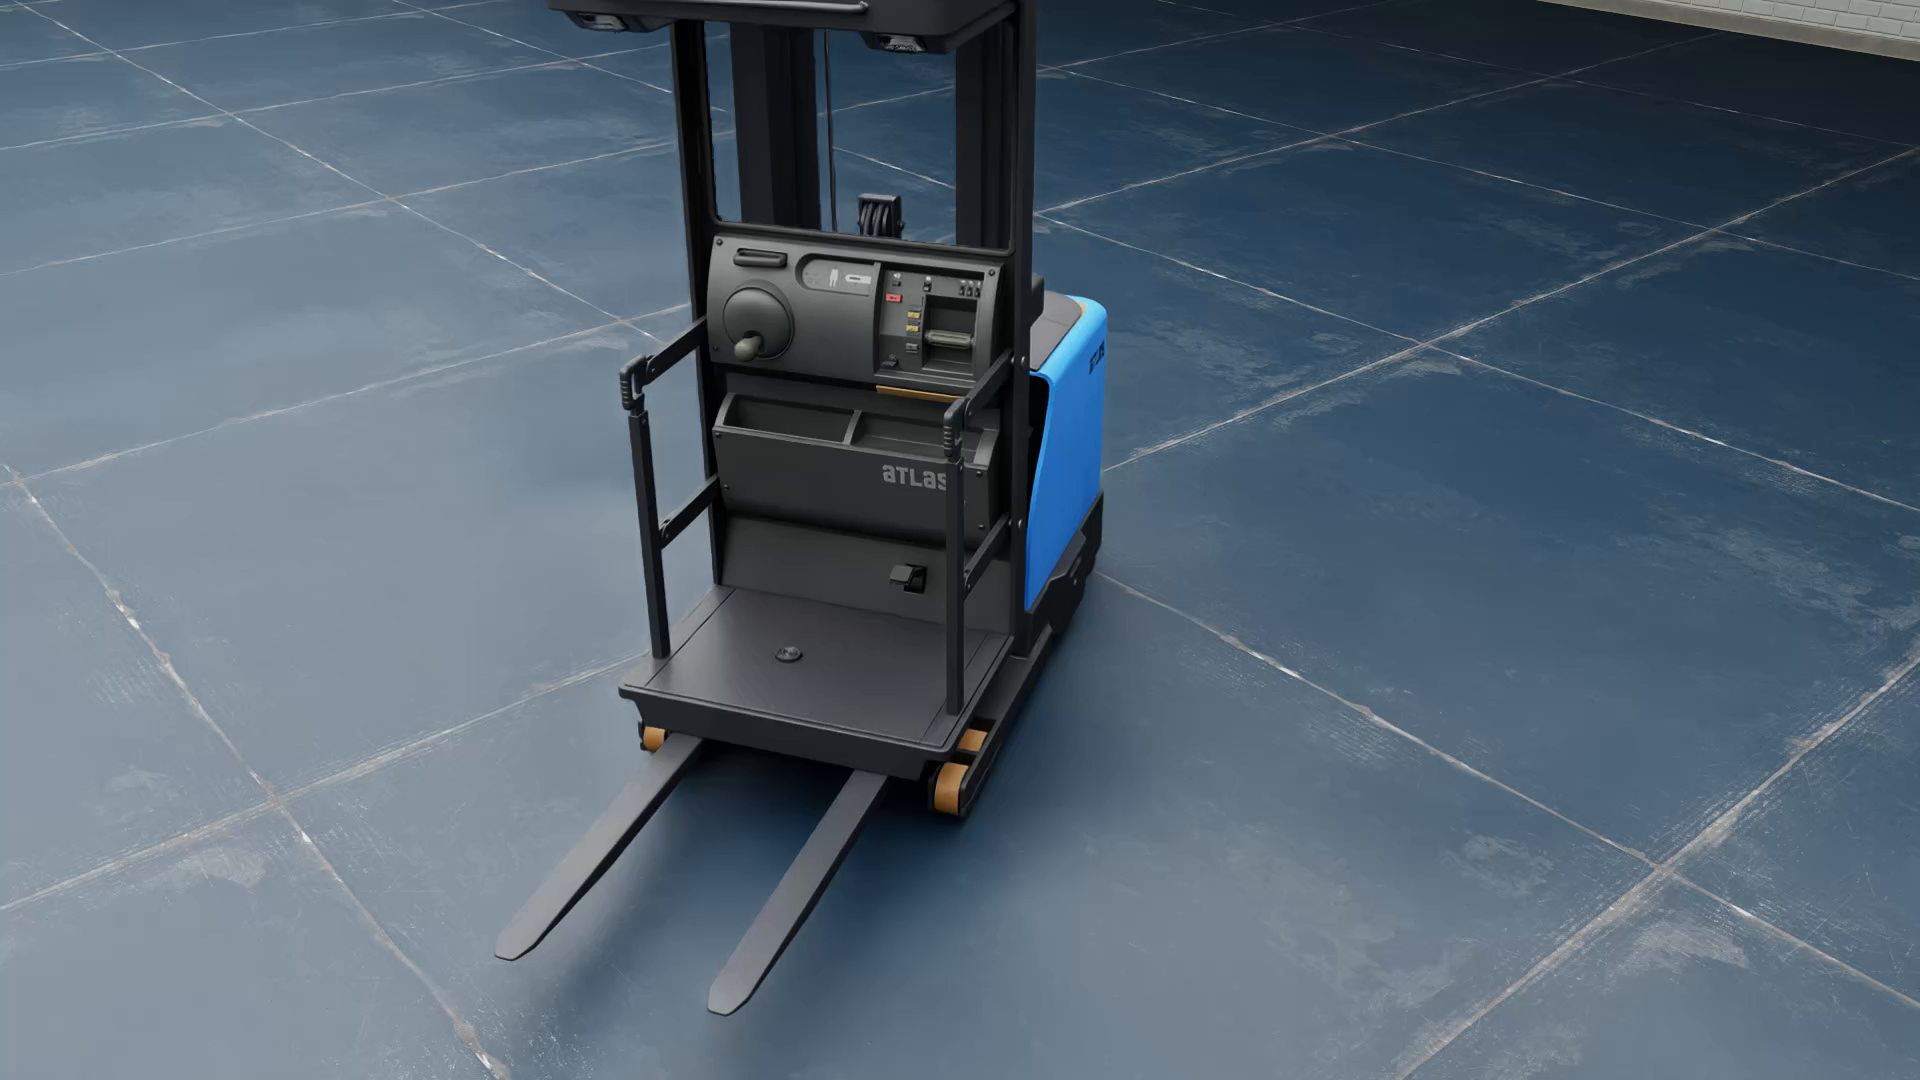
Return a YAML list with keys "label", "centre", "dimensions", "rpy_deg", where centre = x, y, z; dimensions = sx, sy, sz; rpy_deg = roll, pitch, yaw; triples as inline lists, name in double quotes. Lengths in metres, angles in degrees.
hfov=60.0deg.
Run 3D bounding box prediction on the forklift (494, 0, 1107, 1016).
- label: "forklift"
  centre: [-0.399, -0.653, 4.862]
  dimensions: [1.130, 2.935, 3.031]
  rpy_deg: [9, 29, 16]
